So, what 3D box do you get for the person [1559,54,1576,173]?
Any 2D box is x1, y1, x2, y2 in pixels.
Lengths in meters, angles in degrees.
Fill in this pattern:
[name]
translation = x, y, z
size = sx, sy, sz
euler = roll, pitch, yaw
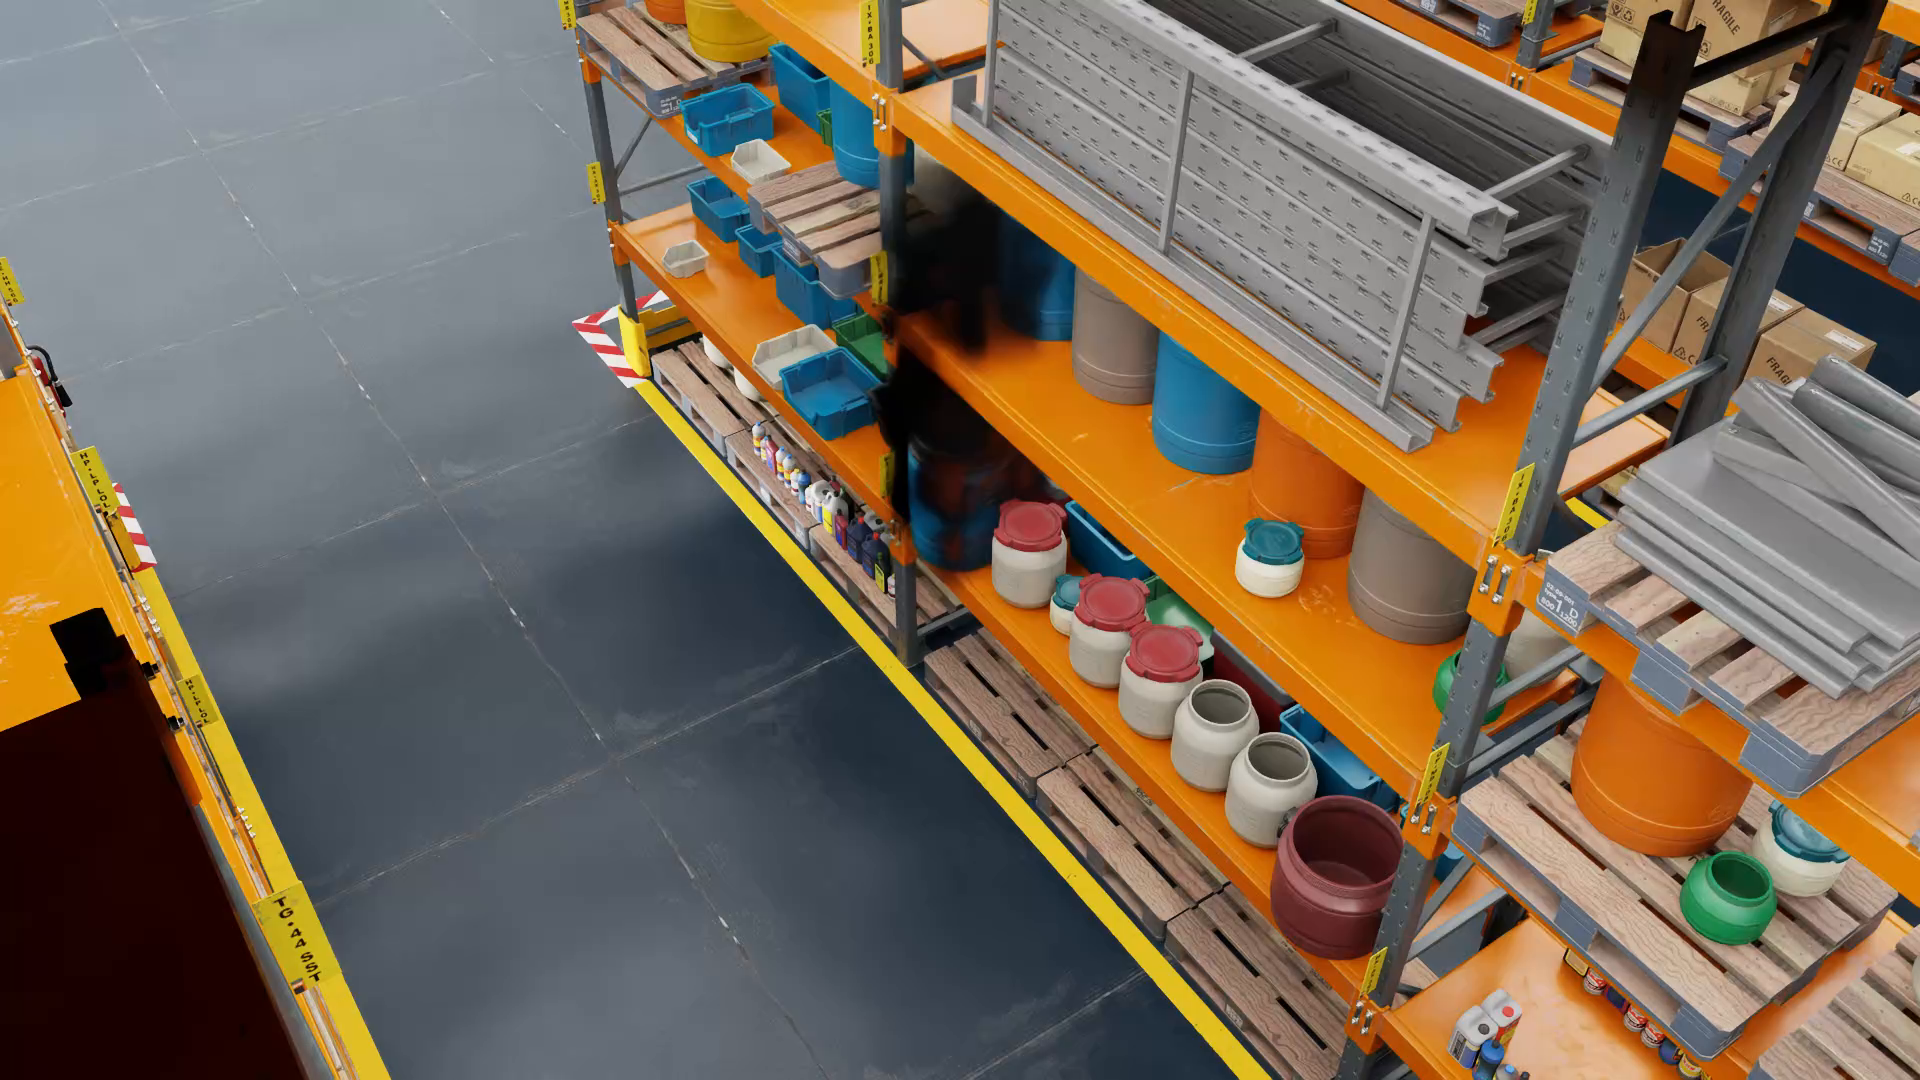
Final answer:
[person]
translation = 5.139, -3.390, 14.150
size = 0.668, 1.749, 0.583
euler = -32, 52, -30
